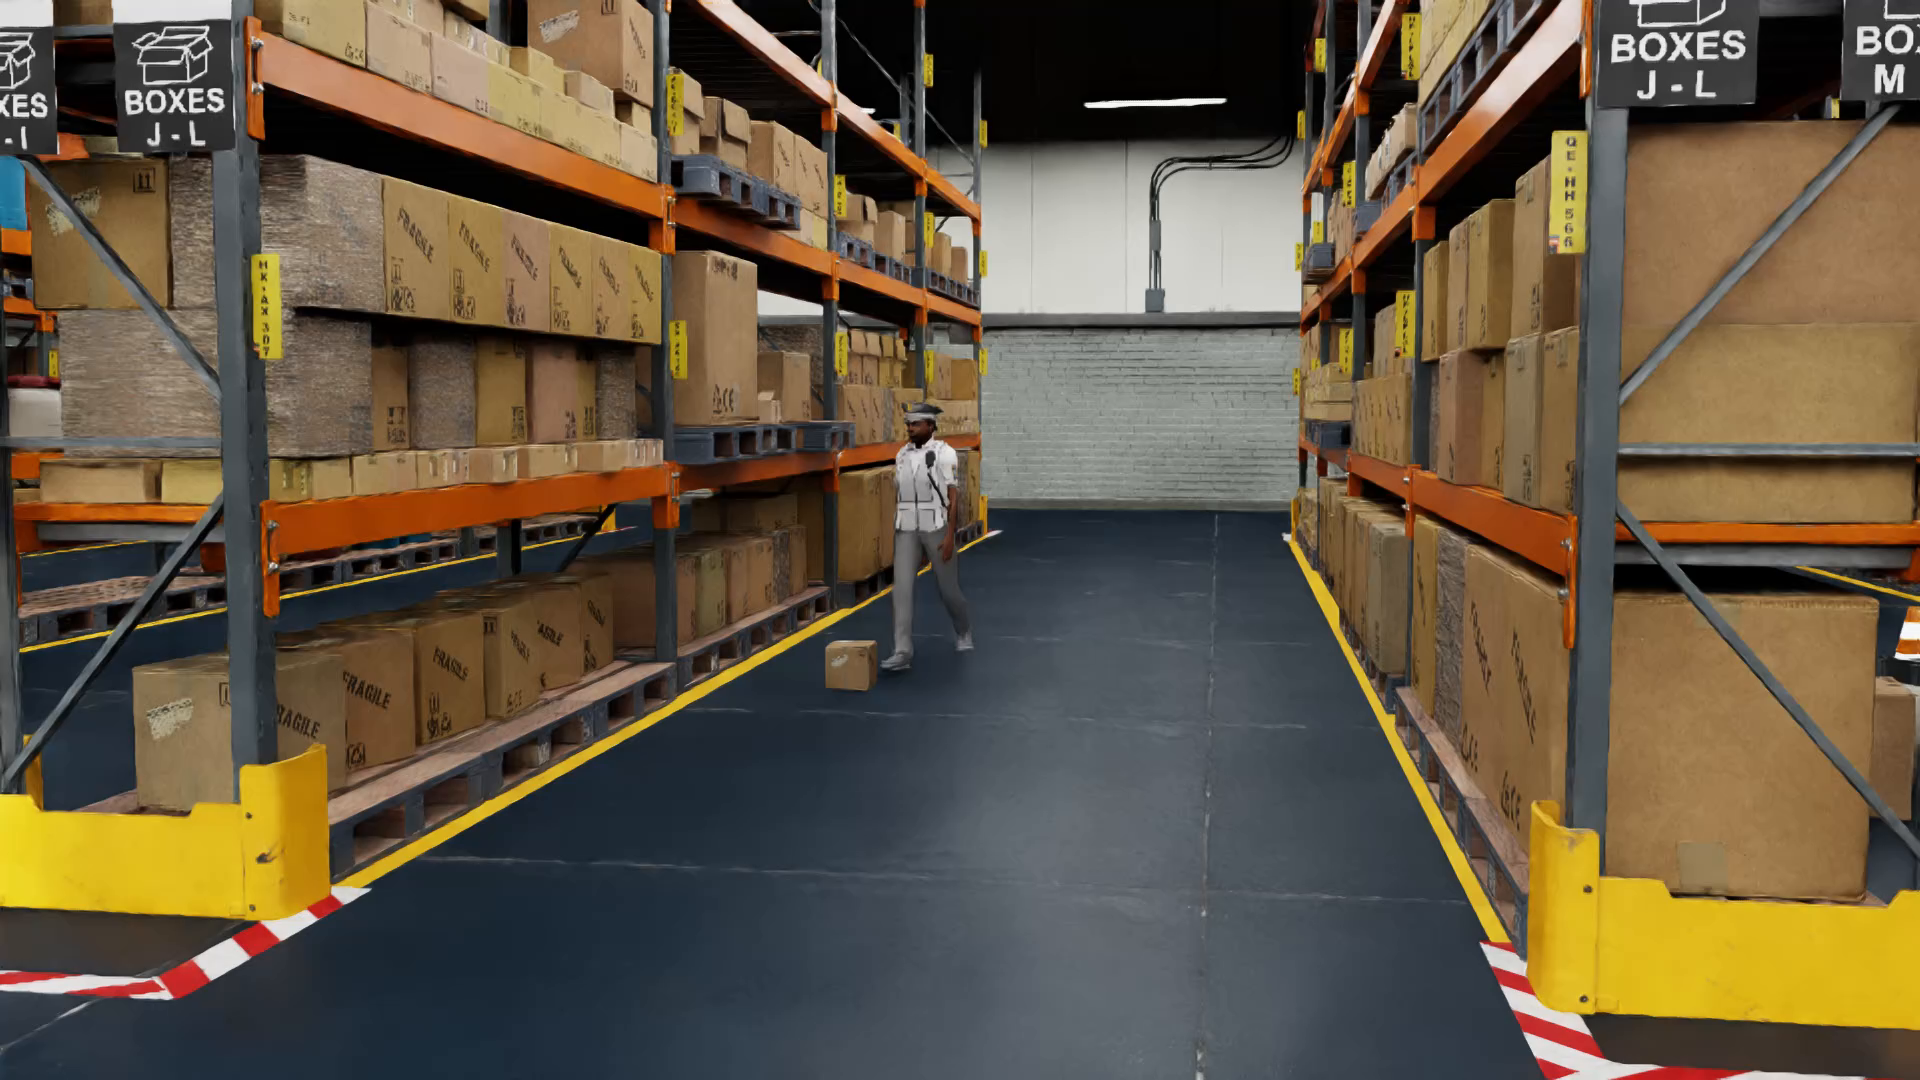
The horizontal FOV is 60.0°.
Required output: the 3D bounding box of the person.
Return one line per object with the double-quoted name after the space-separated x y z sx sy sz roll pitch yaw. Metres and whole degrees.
-0.210 -0.041 10.328 0.441 1.648 0.917 1 5 18 "person"
